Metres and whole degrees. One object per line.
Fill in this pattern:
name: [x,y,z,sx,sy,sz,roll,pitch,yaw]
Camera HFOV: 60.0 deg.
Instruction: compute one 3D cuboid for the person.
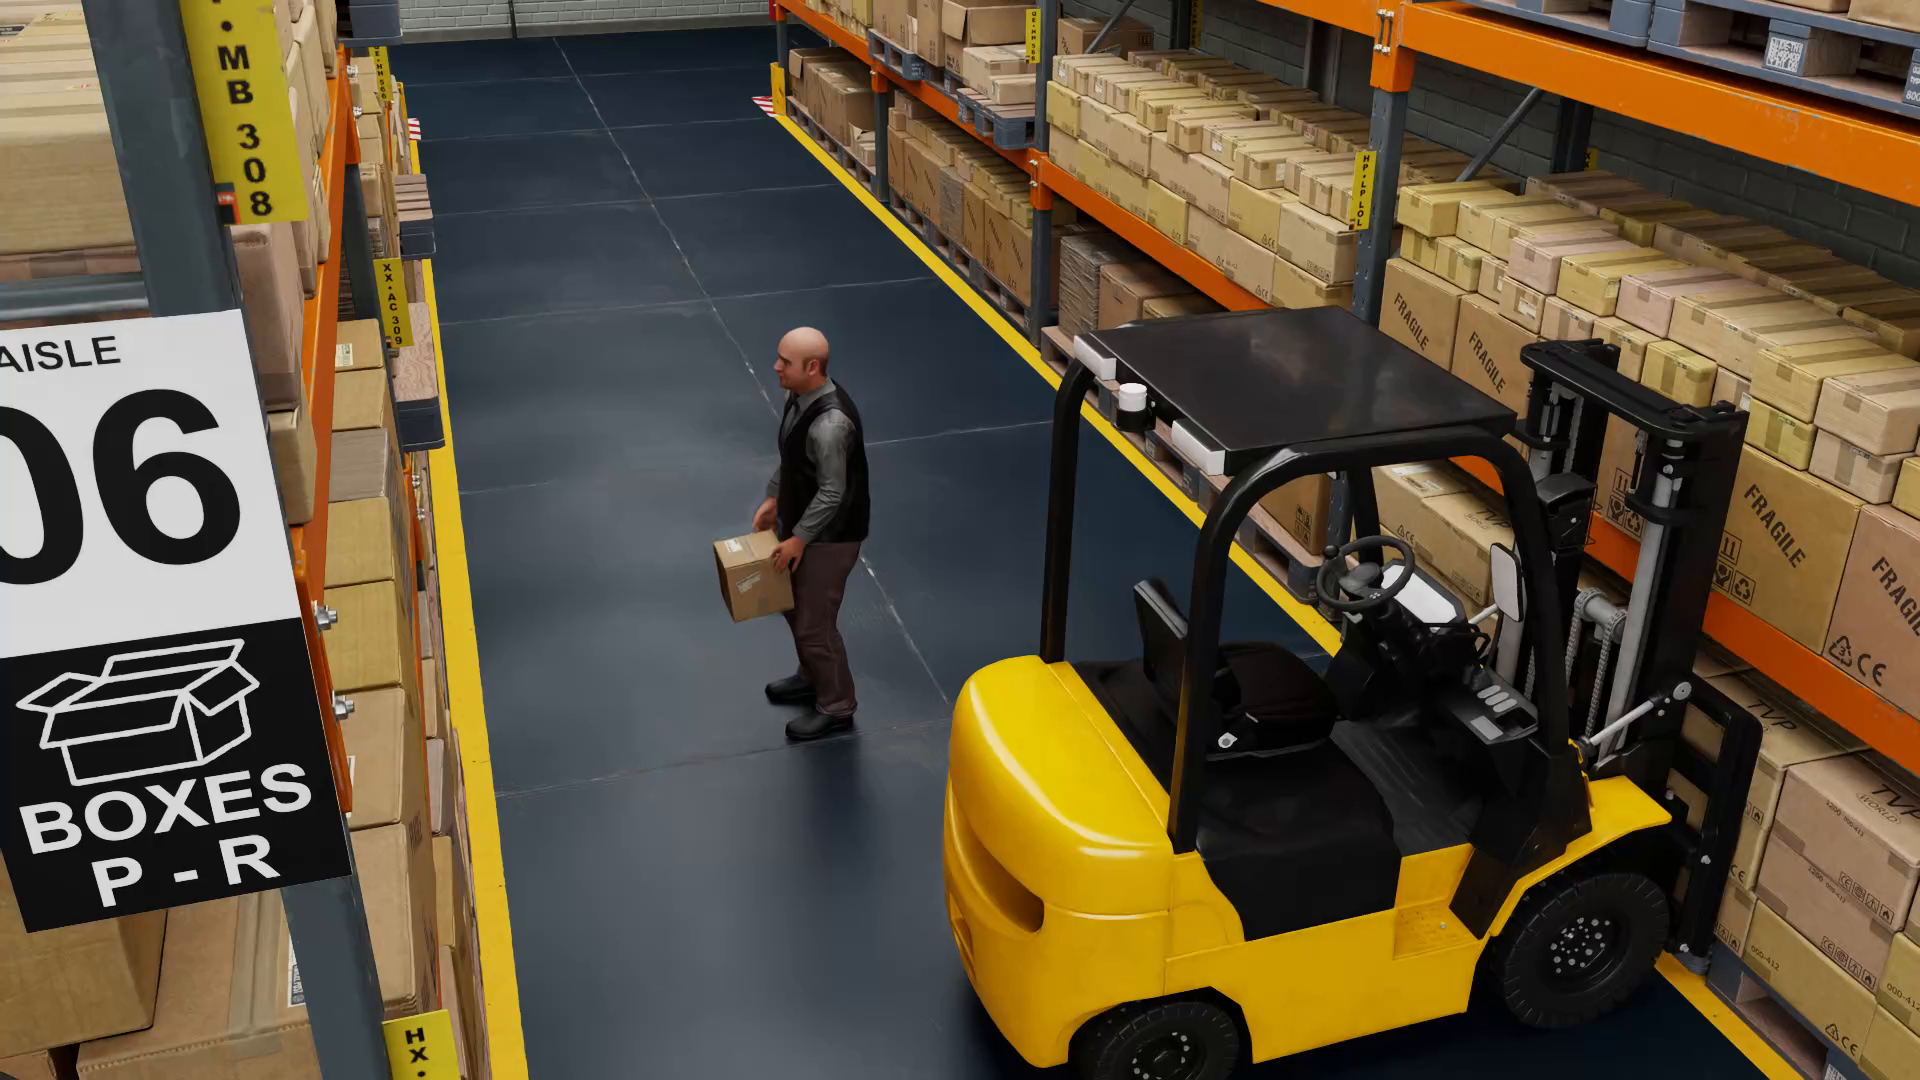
person: [-0.587,-0.034,6.704,0.446,1.727,0.551,-9,27,-17]
